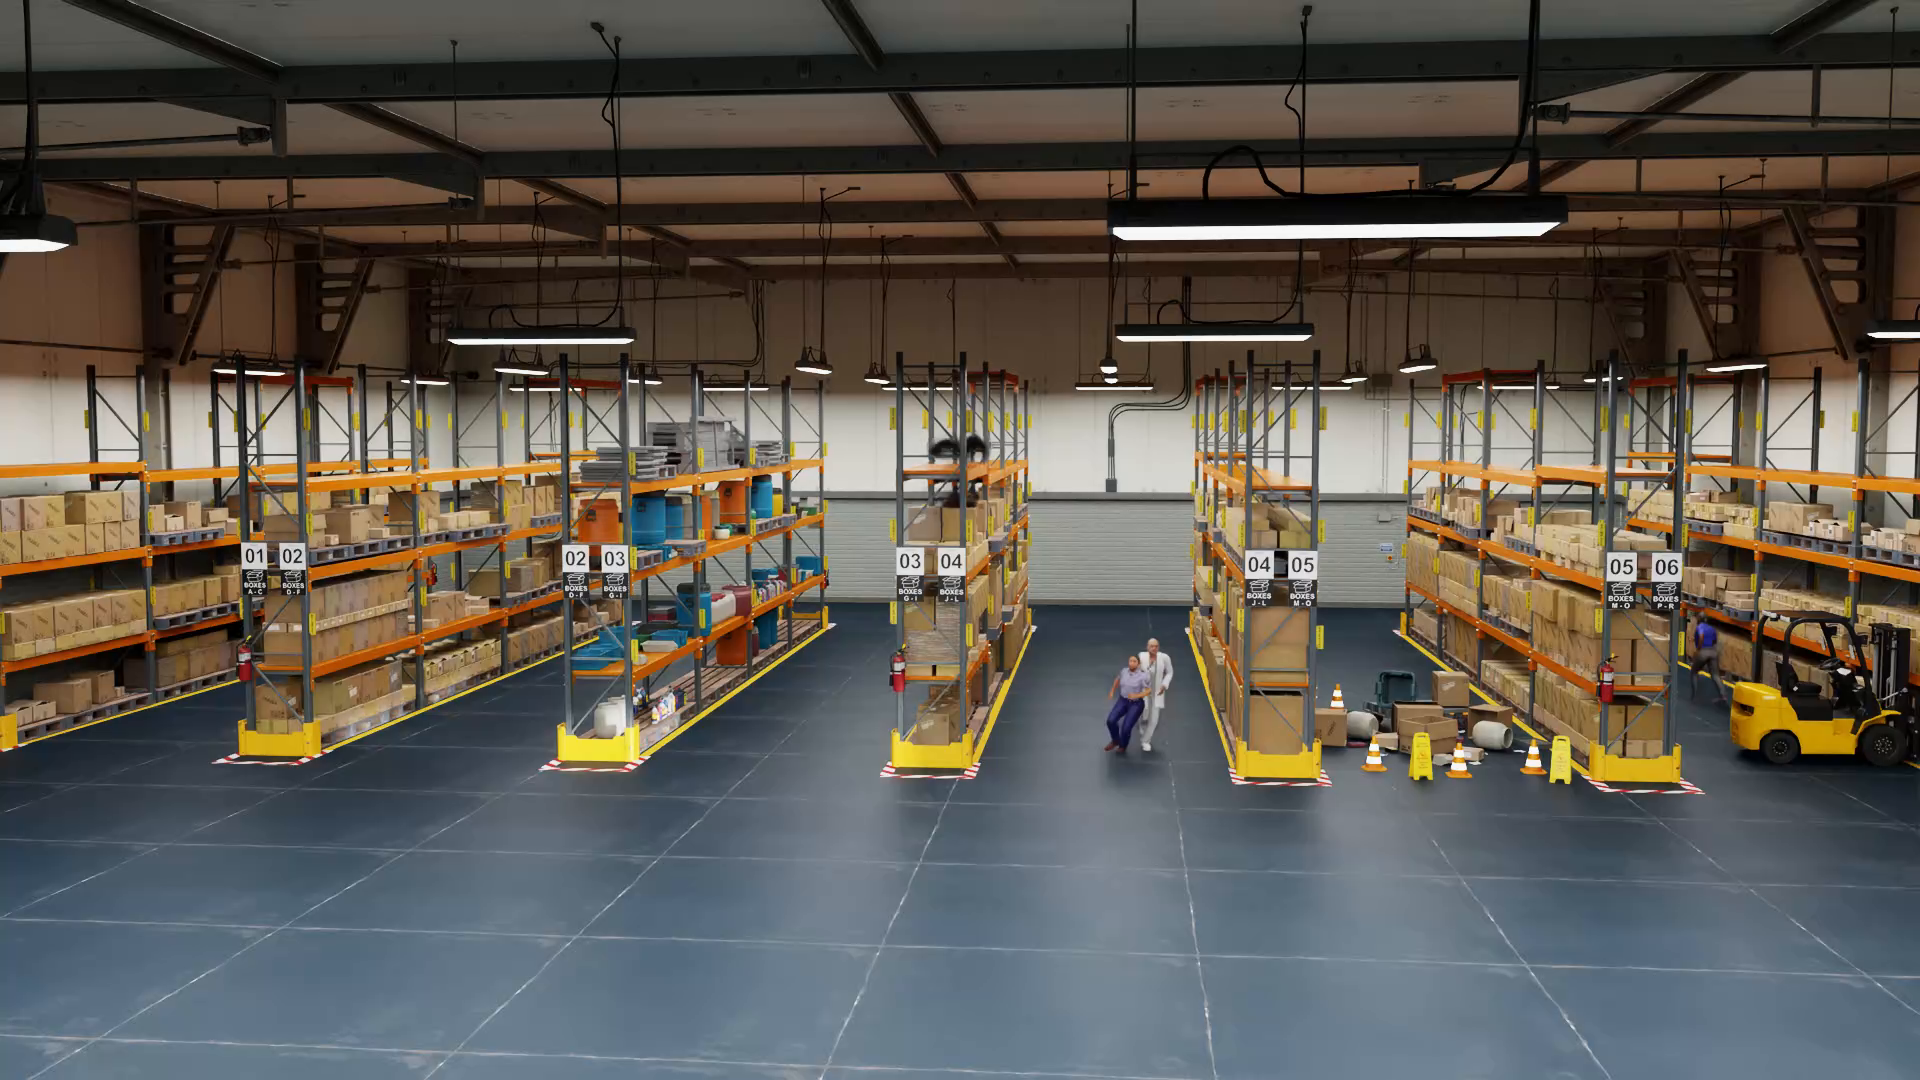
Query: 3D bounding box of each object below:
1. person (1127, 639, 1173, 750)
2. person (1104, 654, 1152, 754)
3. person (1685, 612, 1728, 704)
[{"bbox_3d":[2.903,2.341,25.505,0.704,1.714,0.717,-1,4,-8],"label":"person"},{"bbox_3d":[2.498,2.468,24.935,0.799,1.548,0.632,2,5,27],"label":"person"},{"bbox_3d":[13.229,2.103,29.451,0.574,1.632,0.955,-1,4,-11],"label":"person"}]
